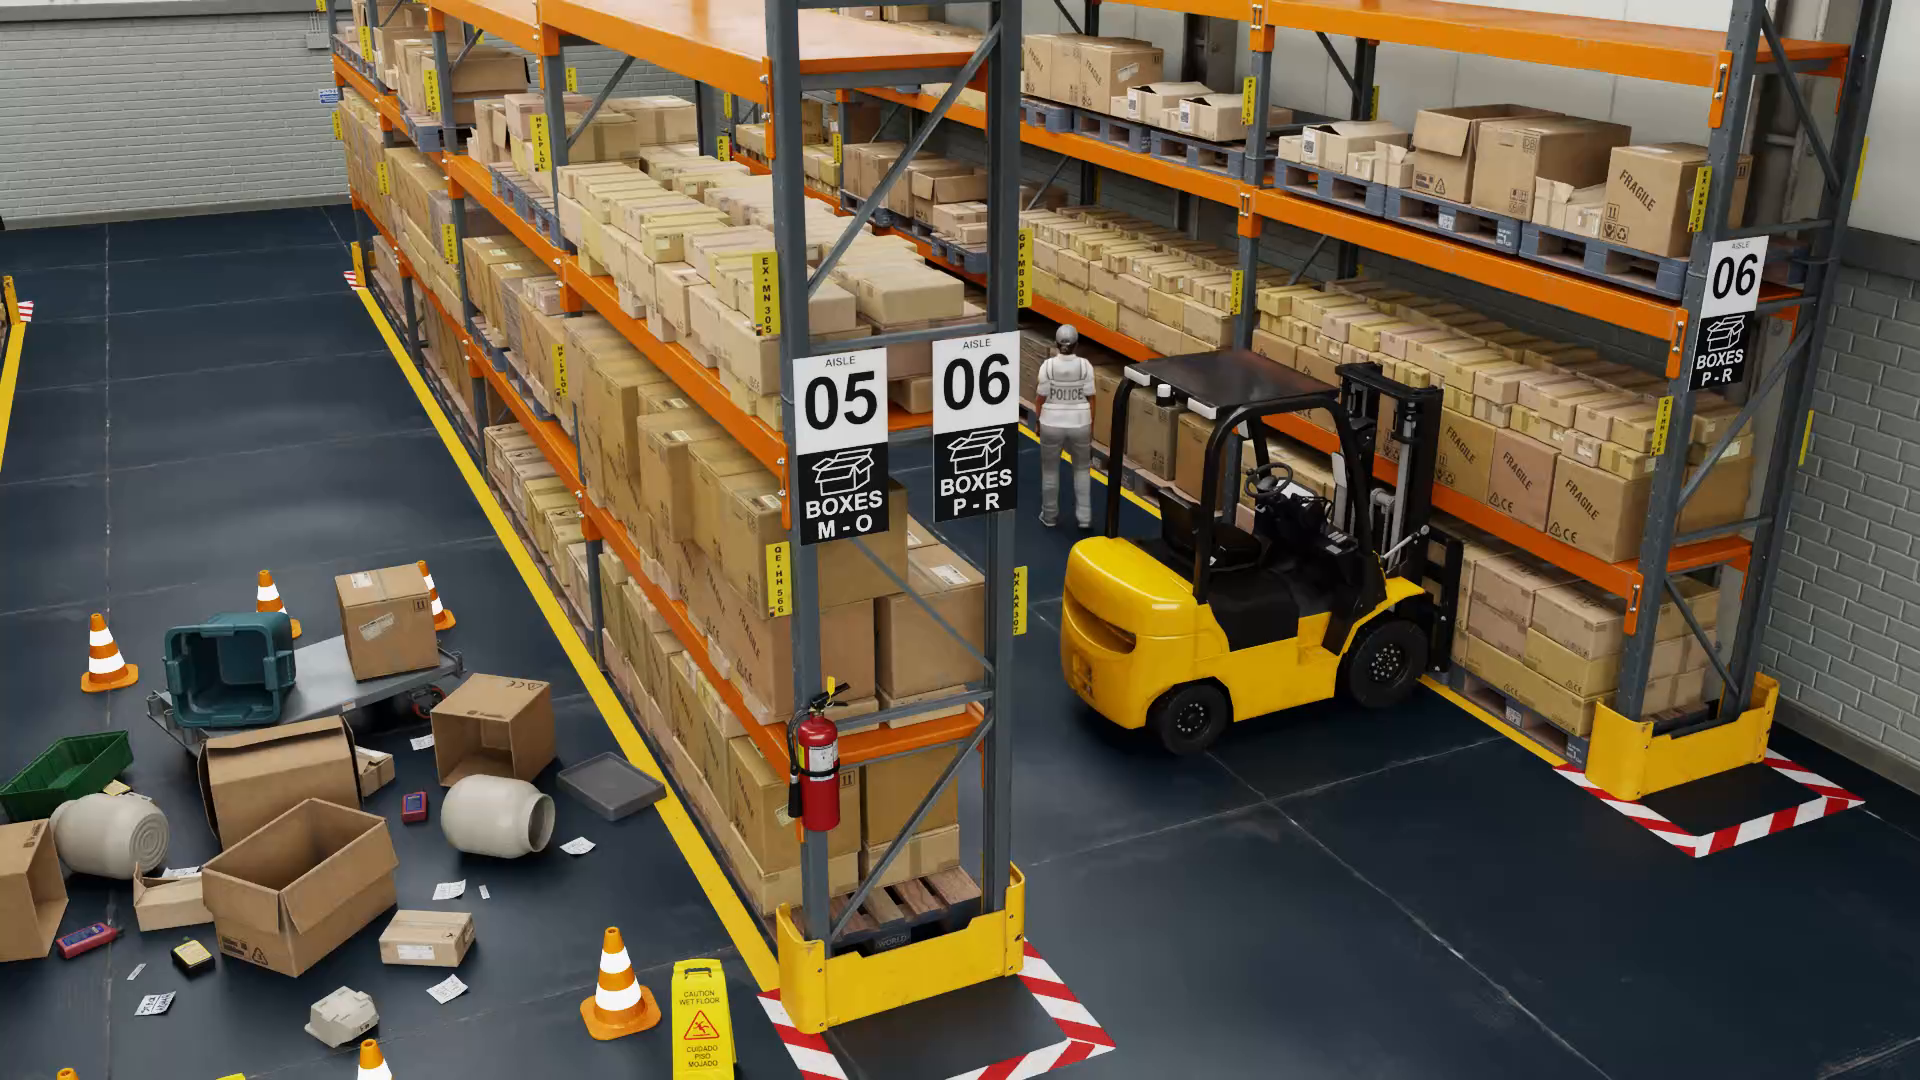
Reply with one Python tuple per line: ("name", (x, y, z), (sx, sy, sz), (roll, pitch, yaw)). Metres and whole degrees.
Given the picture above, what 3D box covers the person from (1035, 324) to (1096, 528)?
("person", (0.842, -0.871, 13.187), (0.500, 1.729, 0.410), (-1, 22, -1))
